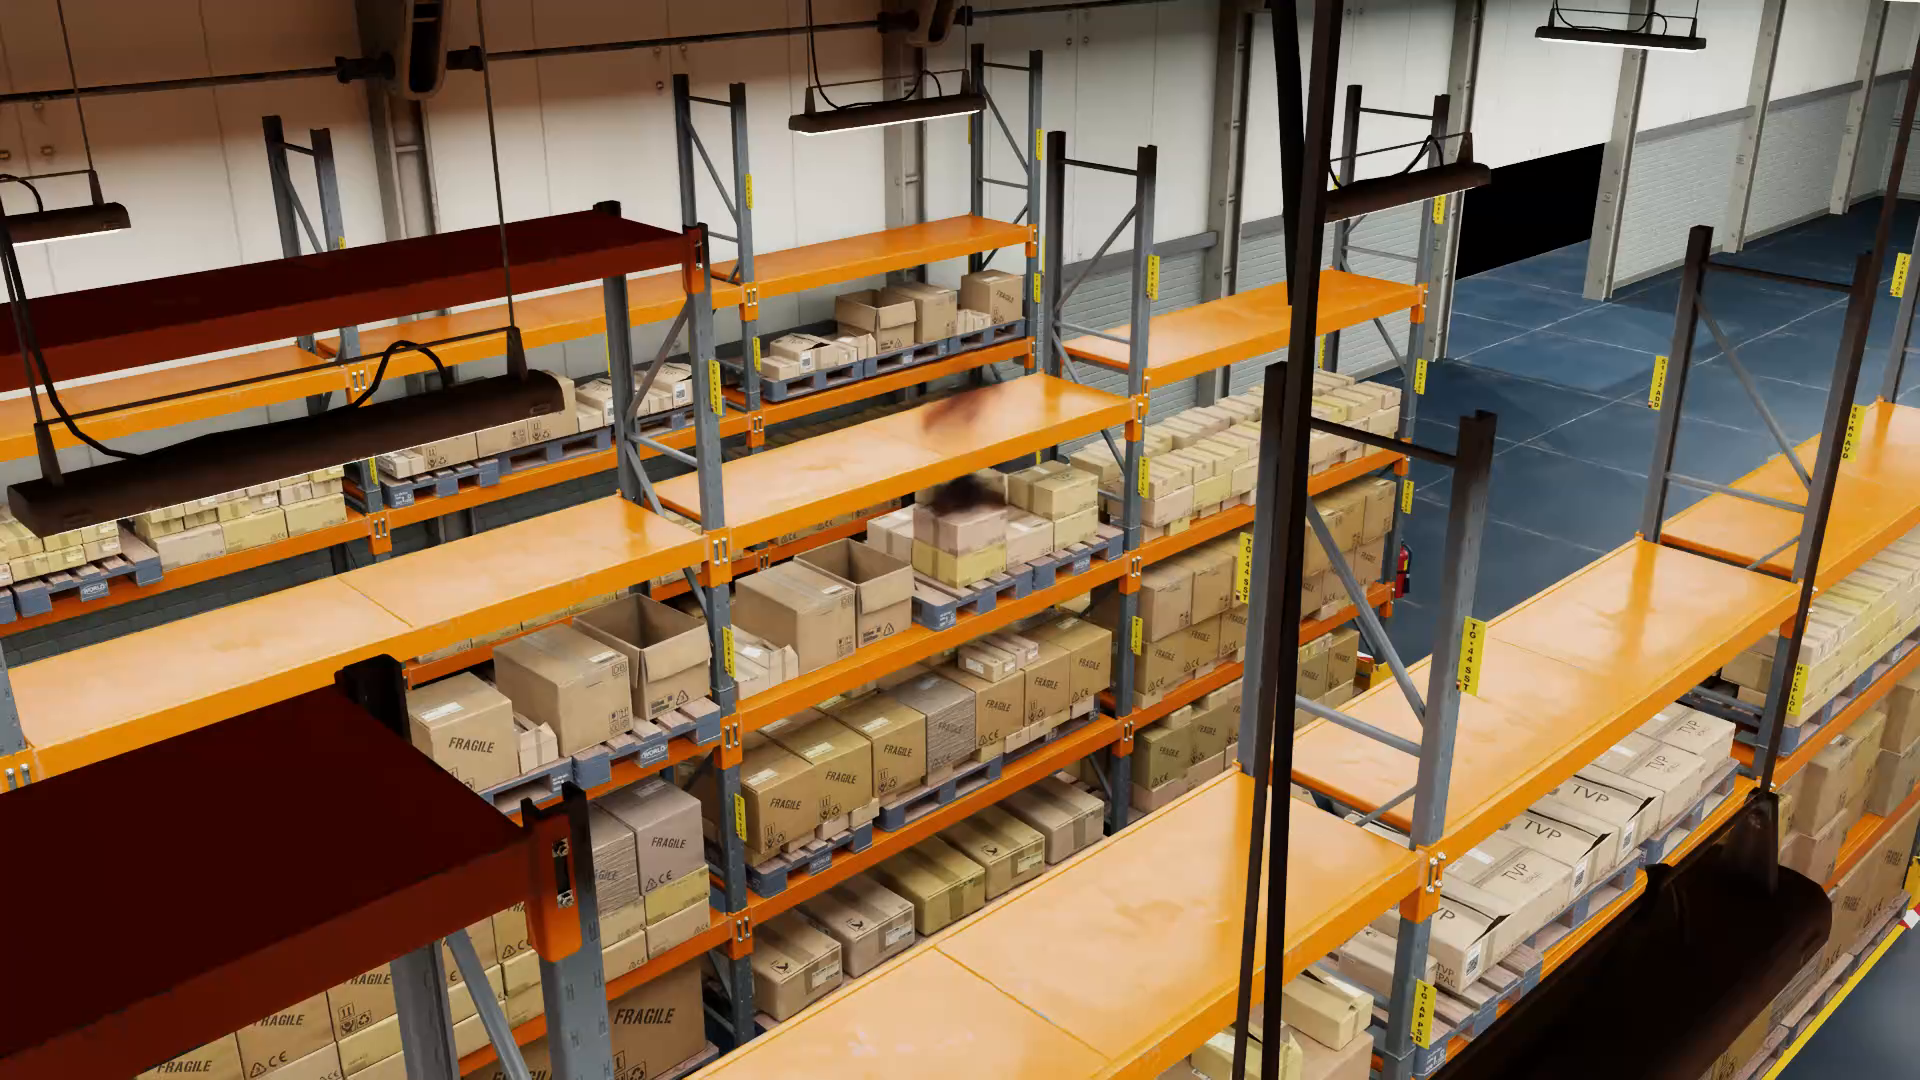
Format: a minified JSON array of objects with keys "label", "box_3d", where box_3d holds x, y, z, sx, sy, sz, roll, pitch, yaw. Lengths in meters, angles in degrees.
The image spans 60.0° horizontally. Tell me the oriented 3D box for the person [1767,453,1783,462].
[{"label":"person","box_3d":[9.137,-0.122,18.841,0.625,1.834,0.766,-1,22,-2]}]
